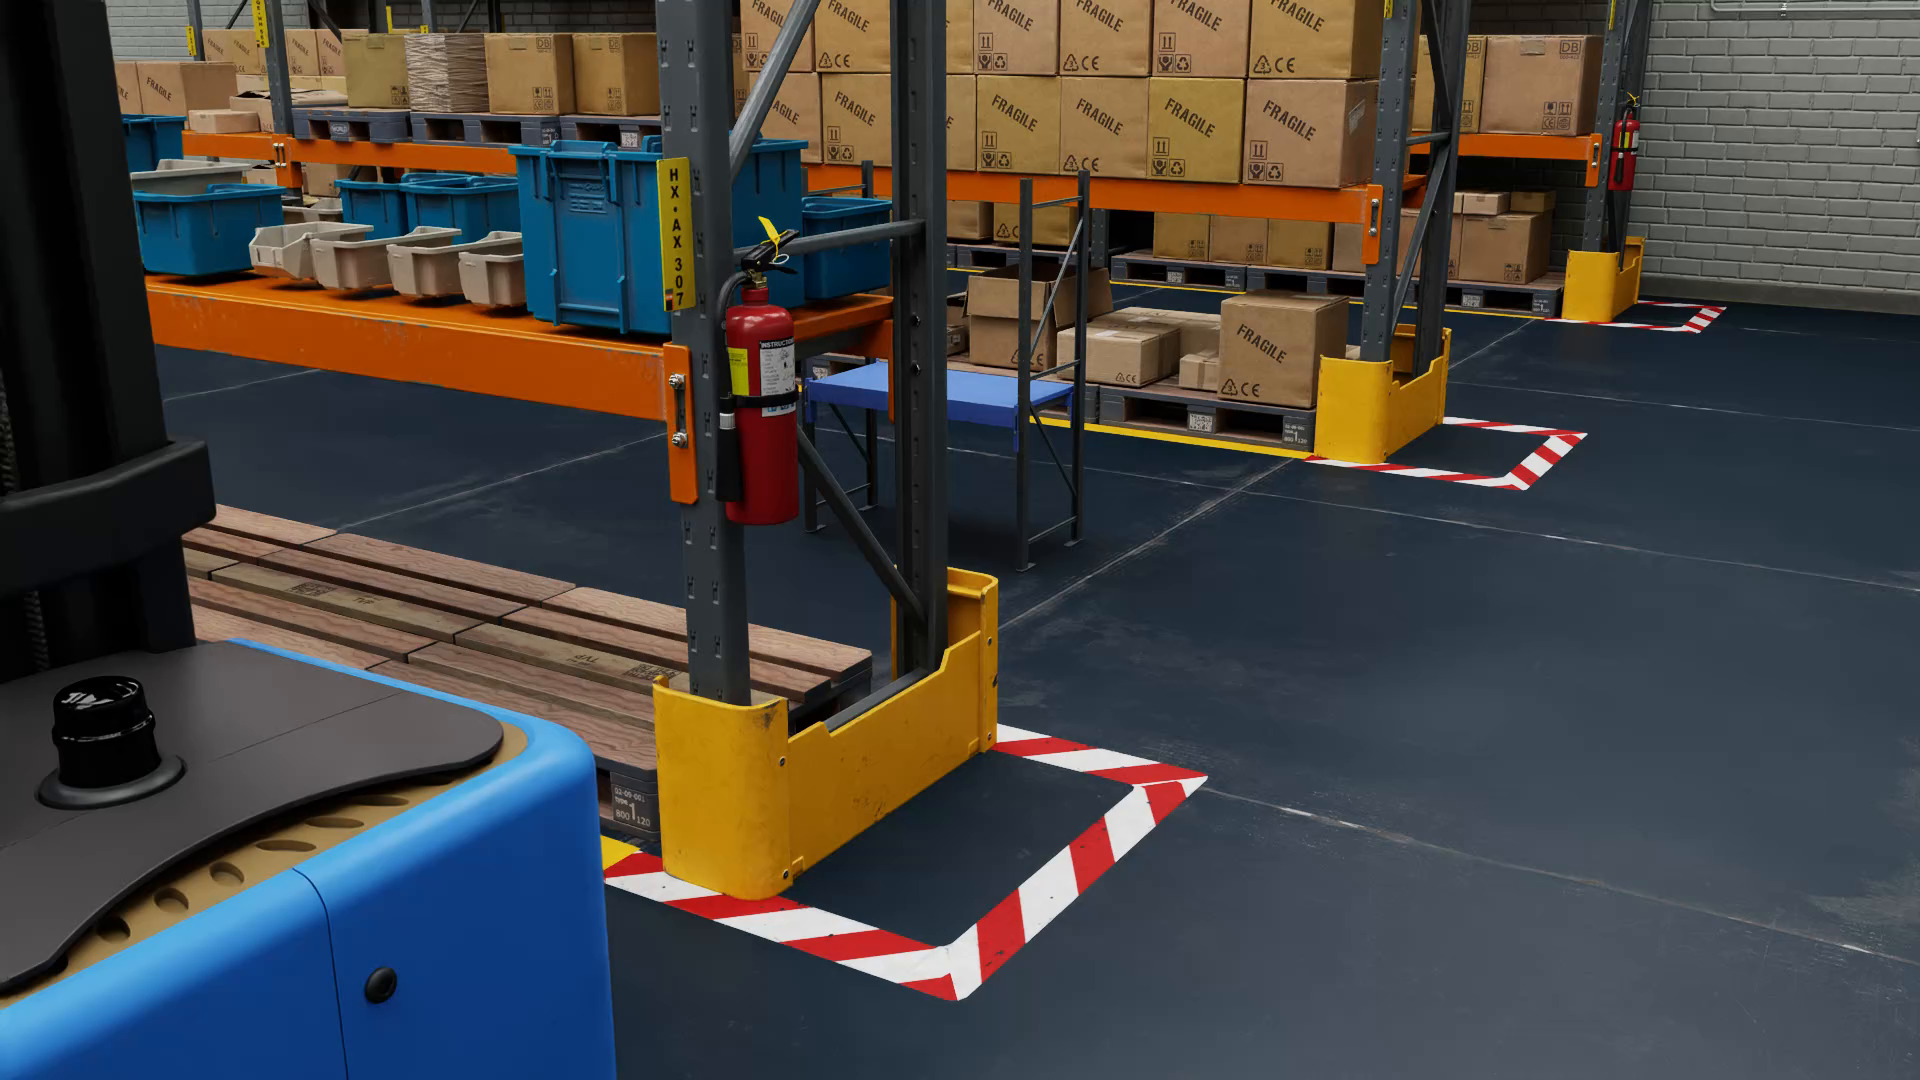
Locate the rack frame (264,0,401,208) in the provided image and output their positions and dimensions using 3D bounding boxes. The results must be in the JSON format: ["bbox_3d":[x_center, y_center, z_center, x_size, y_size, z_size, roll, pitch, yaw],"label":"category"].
[{"bbox_3d":[-4.567,-3.171,12.160,0.127,3.000,1.000,10,20,30],"label":"rack frame"}]

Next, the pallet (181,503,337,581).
[{"bbox_3d":[-3.107,0.100,6.189,1.213,0.211,1.003,10,20,30],"label":"pallet"}]

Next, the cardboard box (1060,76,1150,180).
[{"bbox_3d":[0.860,-2.158,8.653,0.500,0.500,0.500,10,20,30],"label":"cardboard box"}]

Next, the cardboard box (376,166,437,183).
[{"bbox_3d":[-6.292,-4.169,18.990,0.500,0.500,0.500,8,19,26],"label":"cardboard box"}]

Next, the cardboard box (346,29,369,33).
[{"bbox_3d":[-6.379,-5.373,18.343,0.500,0.500,0.500,10,20,30],"label":"cardboard box"}]

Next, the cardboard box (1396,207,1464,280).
[{"bbox_3d":[3.764,-2.344,13.016,0.500,0.500,0.700,10,20,30],"label":"cardboard box"}]

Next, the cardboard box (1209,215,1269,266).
[{"bbox_3d":[2.441,-2.579,13.788,0.500,0.500,0.700,10,20,30],"label":"cardboard box"}]

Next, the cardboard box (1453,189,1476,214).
[{"bbox_3d":[3.767,-2.592,12.715,0.250,0.149,0.380,11,20,32],"label":"cardboard box"}]

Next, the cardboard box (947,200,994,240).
[{"bbox_3d":[0.050,-3.164,15.111,0.750,0.750,0.750,11,20,32],"label":"cardboard box"}]

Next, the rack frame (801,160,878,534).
[{"bbox_3d":[-0.506,-0.808,6.960,0.032,1.500,0.500,10,20,30],"label":"rack frame"}]

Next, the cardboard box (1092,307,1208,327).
[{"bbox_3d":[1.083,-1.154,9.494,0.500,0.250,0.500,10,20,30],"label":"cardboard box"}]

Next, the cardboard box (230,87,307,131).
[{"bbox_3d":[-5.228,-3.312,12.778,0.500,0.311,0.500,10,19,29],"label":"cardboard box"}]

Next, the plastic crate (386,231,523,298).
[{"bbox_3d":[-1.375,-0.757,4.564,0.243,0.136,0.396,10,20,30],"label":"plastic crate"}]

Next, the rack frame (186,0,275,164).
[{"bbox_3d":[-8.795,-5.615,20.207,0.127,3.000,1.000,10,20,30],"label":"rack frame"}]

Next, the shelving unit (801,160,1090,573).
[{"bbox_3d":[-0.073,-0.731,6.706,1.048,1.500,0.538,10,20,30],"label":"shelving unit"}]

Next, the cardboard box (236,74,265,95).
[{"bbox_3d":[-8.095,-5.325,19.474,0.500,0.250,0.500,9,19,28],"label":"cardboard box"}]

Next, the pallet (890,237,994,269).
[{"bbox_3d":[-0.310,-2.740,15.538,1.213,0.211,1.003,10,20,30],"label":"pallet"}]

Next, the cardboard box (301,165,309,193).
[{"bbox_3d":[-7.766,-4.325,19.828,0.500,0.311,0.500,12,21,35],"label":"cardboard box"}]

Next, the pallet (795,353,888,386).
[{"bbox_3d":[-0.574,-1.124,10.217,1.213,0.211,1.003,10,20,30],"label":"pallet"}]

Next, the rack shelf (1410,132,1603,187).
[{"bbox_3d":[3.135,-3.142,13.301,4.000,0.370,1.077,10,20,30],"label":"rack shelf"}]

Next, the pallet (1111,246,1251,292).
[{"bbox_3d":[2.038,-2.321,14.158,1.213,0.211,1.003,10,20,30],"label":"pallet"}]

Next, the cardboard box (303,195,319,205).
[{"bbox_3d":[-5.312,-2.555,13.175,0.500,0.311,0.500,10,19,29],"label":"cardboard box"}]

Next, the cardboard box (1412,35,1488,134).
[{"bbox_3d":[3.774,-3.508,12.753,0.700,0.700,0.980,10,20,30],"label":"cardboard box"}]

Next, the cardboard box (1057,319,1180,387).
[{"bbox_3d":[0.864,-1.023,9.061,0.500,0.250,0.500,10,20,30],"label":"cardboard box"}]

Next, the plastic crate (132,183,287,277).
[{"bbox_3d":[-2.230,-0.926,4.952,0.300,0.233,0.416,10,20,30],"label":"plastic crate"}]

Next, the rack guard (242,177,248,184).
[{"bbox_3d":[-8.730,-4.408,20.532,0.348,0.500,1.175,10,20,30],"label":"rack guard"}]

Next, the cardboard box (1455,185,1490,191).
[{"bbox_3d":[3.970,-2.686,13.025,0.250,0.149,0.380,10,20,30],"label":"cardboard box"}]

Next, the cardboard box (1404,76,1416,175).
[{"bbox_3d":[2.010,-2.135,8.576,0.500,0.500,0.500,11,20,31],"label":"cardboard box"}]

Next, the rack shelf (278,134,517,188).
[{"bbox_3d":[-2.863,-2.523,11.263,4.000,0.370,1.077,10,20,30],"label":"rack shelf"}]

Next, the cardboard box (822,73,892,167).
[{"bbox_3d":[-0.429,-2.388,9.411,0.500,0.500,0.500,11,20,31],"label":"cardboard box"}]

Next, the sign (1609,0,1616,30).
[{"bbox_3d":[4.543,-3.717,11.556,0.005,0.325,0.100,10,20,30],"label":"sign"}]

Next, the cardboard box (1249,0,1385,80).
[{"bbox_3d":[1.727,-2.480,7.993,0.500,0.500,0.500,10,20,30],"label":"cardboard box"}]

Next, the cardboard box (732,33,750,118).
[{"bbox_3d":[-1.445,-2.939,10.501,0.500,0.500,0.700,4,17,12],"label":"cardboard box"}]

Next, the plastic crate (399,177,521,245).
[{"bbox_3d":[-1.506,-0.996,5.184,0.300,0.233,0.416,10,20,30],"label":"plastic crate"}]

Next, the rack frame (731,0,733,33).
[{"bbox_3d":[-1.978,-4.399,16.201,0.127,3.000,1.000,10,20,30],"label":"rack frame"}]

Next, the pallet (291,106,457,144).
[{"bbox_3d":[-3.953,-2.994,11.905,1.003,0.211,1.213,10,20,30],"label":"pallet"}]

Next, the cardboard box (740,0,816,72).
[{"bbox_3d":[-0.904,-2.948,9.532,0.500,0.500,0.500,11,20,31],"label":"cardboard box"}]

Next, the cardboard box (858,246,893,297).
[{"bbox_3d":[-0.525,-1.561,10.402,0.500,0.500,0.500,10,20,30],"label":"cardboard box"}]

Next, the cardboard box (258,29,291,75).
[{"bbox_3d":[-7.692,-5.607,19.113,0.500,0.500,0.500,9,19,28],"label":"cardboard box"}]

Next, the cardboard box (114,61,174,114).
[{"bbox_3d":[-6.454,-3.550,13.236,0.500,0.500,0.500,10,20,30],"label":"cardboard box"}]

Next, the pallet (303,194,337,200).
[{"bbox_3d":[-7.021,-3.951,19.526,1.213,0.211,1.003,10,20,30],"label":"pallet"}]

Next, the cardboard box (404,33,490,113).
[{"bbox_3d":[-3.292,-3.166,11.247,0.500,0.500,0.700,15,22,40],"label":"cardboard box"}]

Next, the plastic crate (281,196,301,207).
[{"bbox_3d":[-2.660,-1.130,5.810,0.590,0.125,0.437,10,20,30],"label":"plastic crate"}]

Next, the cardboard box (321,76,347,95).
[{"bbox_3d":[-6.805,-5.092,18.708,0.500,0.250,0.500,10,20,30],"label":"cardboard box"}]

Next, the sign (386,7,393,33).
[{"bbox_3d":[-4.291,-3.823,12.450,0.005,0.325,0.100,10,20,30],"label":"sign"}]

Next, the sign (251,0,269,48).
[{"bbox_3d":[-4.855,-3.587,11.537,0.005,0.325,0.100,10,20,30],"label":"sign"}]

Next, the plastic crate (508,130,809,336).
[{"bbox_3d":[-0.729,-0.778,4.119,0.499,0.435,0.616,10,20,30],"label":"plastic crate"}]

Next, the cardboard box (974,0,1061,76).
[{"bbox_3d":[0.414,-2.713,8.758,0.500,0.500,0.500,11,20,32],"label":"cardboard box"}]
